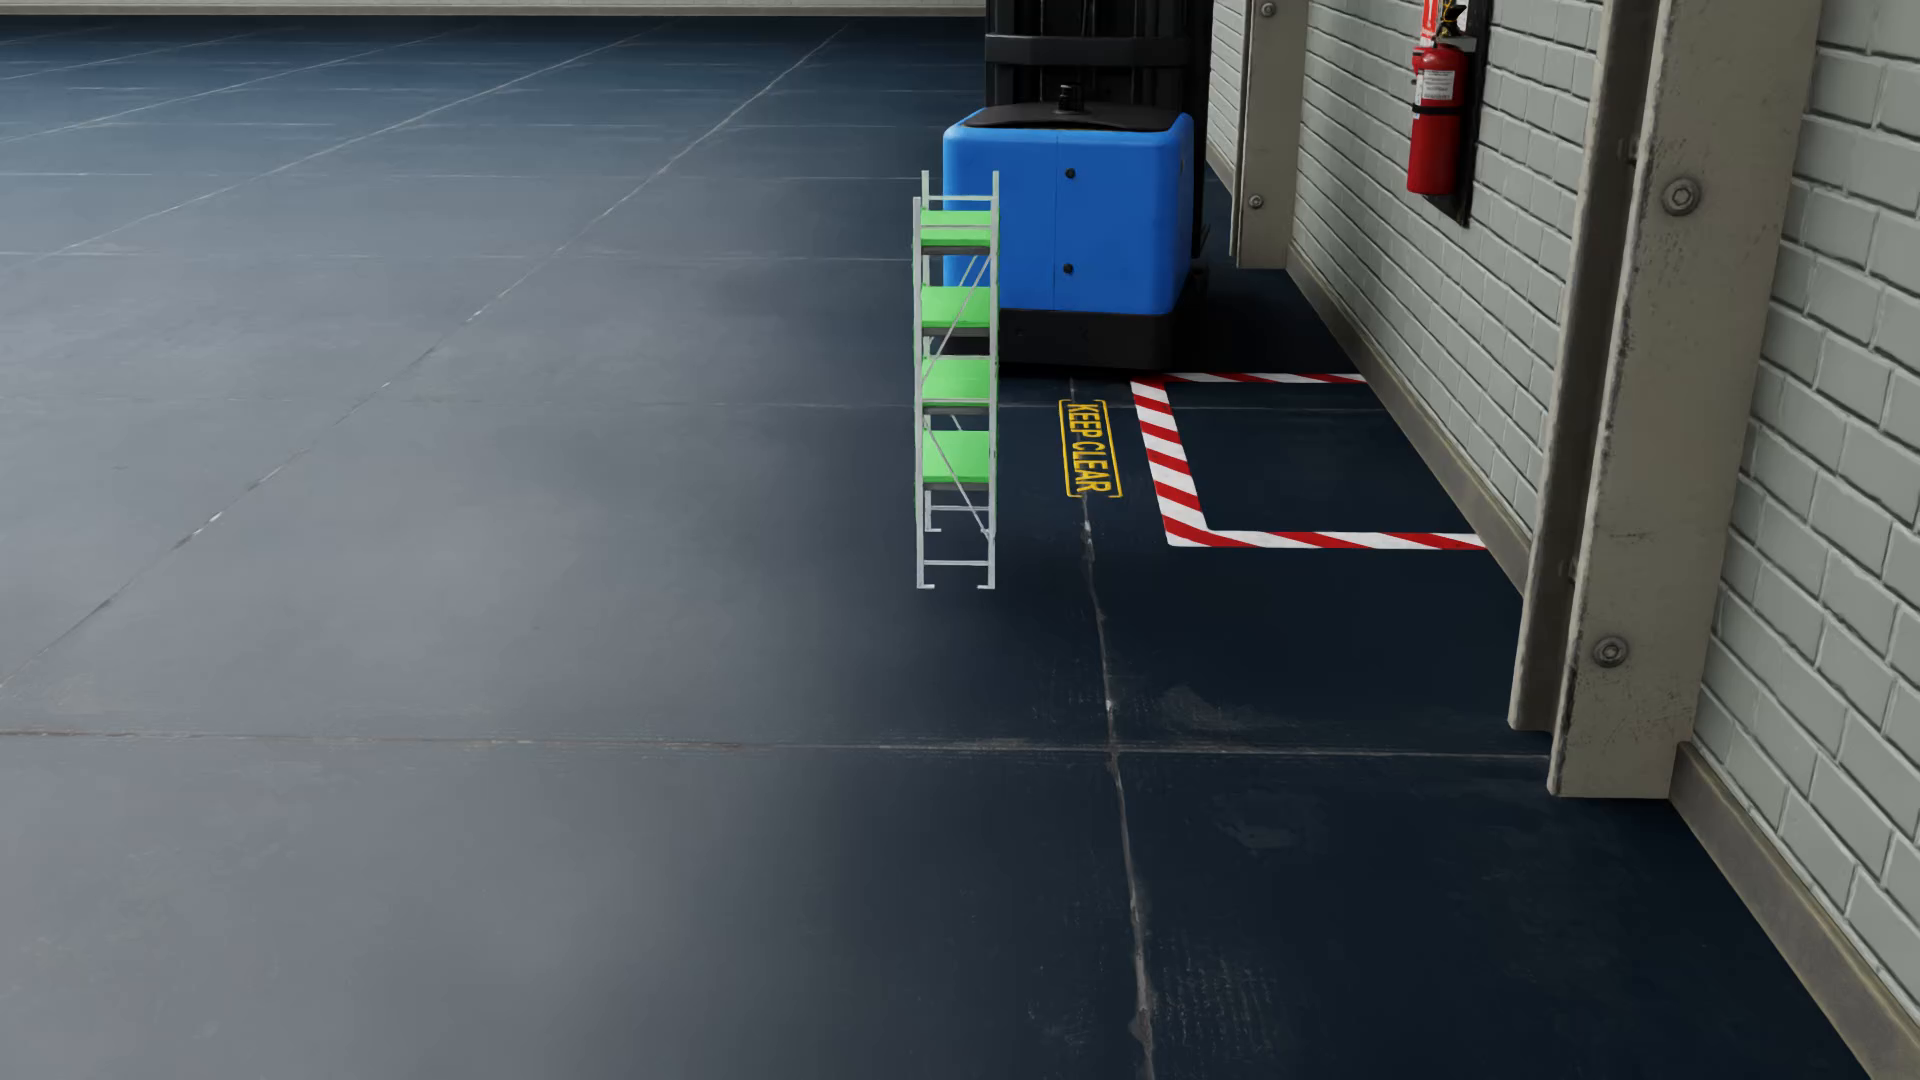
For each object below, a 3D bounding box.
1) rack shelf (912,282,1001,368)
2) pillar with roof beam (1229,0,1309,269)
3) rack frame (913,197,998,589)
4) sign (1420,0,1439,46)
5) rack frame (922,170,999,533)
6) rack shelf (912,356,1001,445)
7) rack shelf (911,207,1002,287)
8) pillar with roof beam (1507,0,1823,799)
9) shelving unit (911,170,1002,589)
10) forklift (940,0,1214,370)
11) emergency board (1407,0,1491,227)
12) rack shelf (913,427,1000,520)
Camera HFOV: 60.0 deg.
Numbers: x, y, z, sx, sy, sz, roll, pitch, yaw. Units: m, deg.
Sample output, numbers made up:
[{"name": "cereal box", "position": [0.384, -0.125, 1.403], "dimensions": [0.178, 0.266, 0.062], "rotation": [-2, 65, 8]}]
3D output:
[{"name": "rack shelf", "position": [-0.005, -0.664, 5.094], "dimensions": [0.258, 0.148, 0.480], "rotation": [1, 21, 2]}, {"name": "pillar with roof beam", "position": [-2.550, -5.872, 8.222], "dimensions": [9.100, 9.000, 0.400], "rotation": [1, 21, 2]}, {"name": "rack frame", "position": [-0.012, -0.411, 4.930], "dimensions": [0.240, 1.200, 0.015], "rotation": [1, 21, 2]}, {"name": "sign", "position": [1.804, -1.967, 6.402], "dimensions": [0.001, 0.329, 0.234], "rotation": [1, 21, 2]}, {"name": "rack frame", "position": [0.002, -0.588, 5.385], "dimensions": [0.240, 1.200, 0.015], "rotation": [1, 21, 2]}, {"name": "rack shelf", "position": [-0.005, -0.440, 5.181], "dimensions": [0.258, 0.148, 0.480], "rotation": [1, 21, 2]}, {"name": "rack shelf", "position": [-0.005, -0.887, 5.007], "dimensions": [0.258, 0.148, 0.480], "rotation": [1, 21, 2]}, {"name": "pillar with roof beam", "position": [-2.733, -3.702, 2.631], "dimensions": [9.100, 9.000, 0.400], "rotation": [1, 21, 2]}, {"name": "shelving unit", "position": [-0.005, -0.500, 5.158], "dimensions": [0.258, 1.200, 0.503], "rotation": [1, 21, 2]}, {"name": "forklift", "position": [0.716, -2.607, 8.197], "dimensions": [1.130, 2.935, 3.031], "rotation": [4, 22, 11]}, {"name": "emergency board", "position": [1.684, -1.751, 5.896], "dimensions": [0.194, 1.169, 0.643], "rotation": [1, 21, 2]}, {"name": "rack shelf", "position": [-0.005, -0.216, 5.268], "dimensions": [0.258, 0.148, 0.480], "rotation": [1, 21, 2]}]
